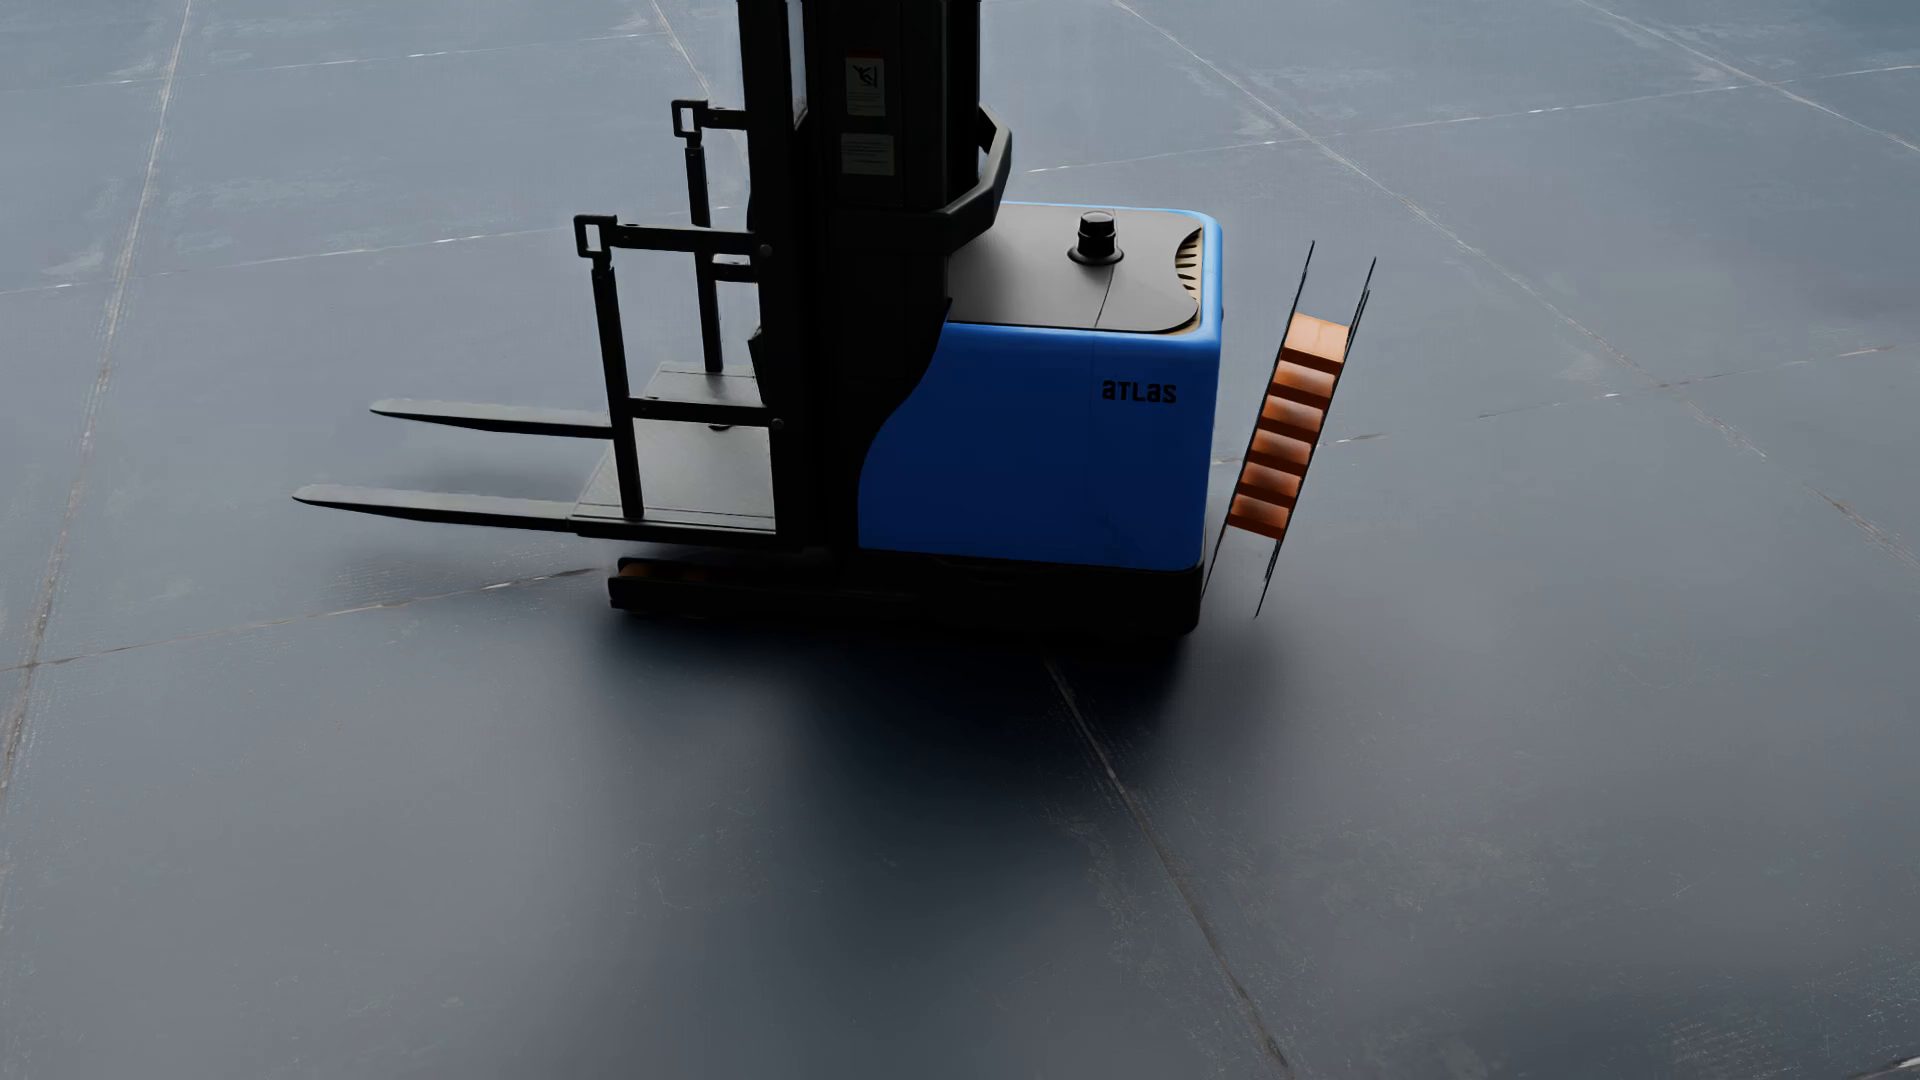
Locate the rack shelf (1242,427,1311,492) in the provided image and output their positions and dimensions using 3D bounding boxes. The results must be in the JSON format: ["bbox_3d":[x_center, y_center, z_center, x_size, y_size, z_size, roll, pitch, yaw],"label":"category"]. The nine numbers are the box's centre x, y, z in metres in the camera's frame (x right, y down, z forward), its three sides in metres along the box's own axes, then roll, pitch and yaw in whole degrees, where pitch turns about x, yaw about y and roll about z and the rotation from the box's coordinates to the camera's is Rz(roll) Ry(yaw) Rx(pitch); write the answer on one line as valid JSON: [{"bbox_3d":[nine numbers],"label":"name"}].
[{"bbox_3d":[0.989,-0.278,5.147,0.180,0.103,0.258,17,36,8],"label":"rack shelf"}]

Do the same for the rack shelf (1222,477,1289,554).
[{"bbox_3d":[0.950,-0.087,5.287,0.180,0.103,0.258,17,36,8],"label":"rack shelf"}]

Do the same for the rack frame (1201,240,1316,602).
[{"bbox_3d":[0.910,-0.340,5.134,0.006,1.200,0.240,17,36,8],"label":"rack frame"}]

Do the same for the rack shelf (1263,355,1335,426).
[{"bbox_3d":[1.029,-0.469,5.007,0.180,0.103,0.258,17,36,8],"label":"rack shelf"}]

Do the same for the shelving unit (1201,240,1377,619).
[{"bbox_3d":[0.997,-0.313,5.121,0.189,1.200,0.258,17,36,8],"label":"shelving unit"}]

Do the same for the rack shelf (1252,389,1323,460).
[{"bbox_3d":[1.009,-0.373,5.077,0.180,0.103,0.258,17,36,8],"label":"rack shelf"}]

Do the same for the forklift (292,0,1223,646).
[{"bbox_3d":[-0.694,-1.250,4.983,3.031,2.935,1.130,4,34,6],"label":"forklift"}]

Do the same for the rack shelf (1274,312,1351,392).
[{"bbox_3d":[1.048,-0.564,4.938,0.180,0.103,0.258,17,36,8],"label":"rack shelf"}]

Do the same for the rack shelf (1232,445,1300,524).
[{"bbox_3d":[0.970,-0.182,5.217,0.180,0.103,0.258,17,36,8],"label":"rack shelf"}]

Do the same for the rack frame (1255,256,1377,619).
[{"bbox_3d":[1.083,-0.286,5.109,0.006,1.200,0.240,17,36,8],"label":"rack frame"}]
